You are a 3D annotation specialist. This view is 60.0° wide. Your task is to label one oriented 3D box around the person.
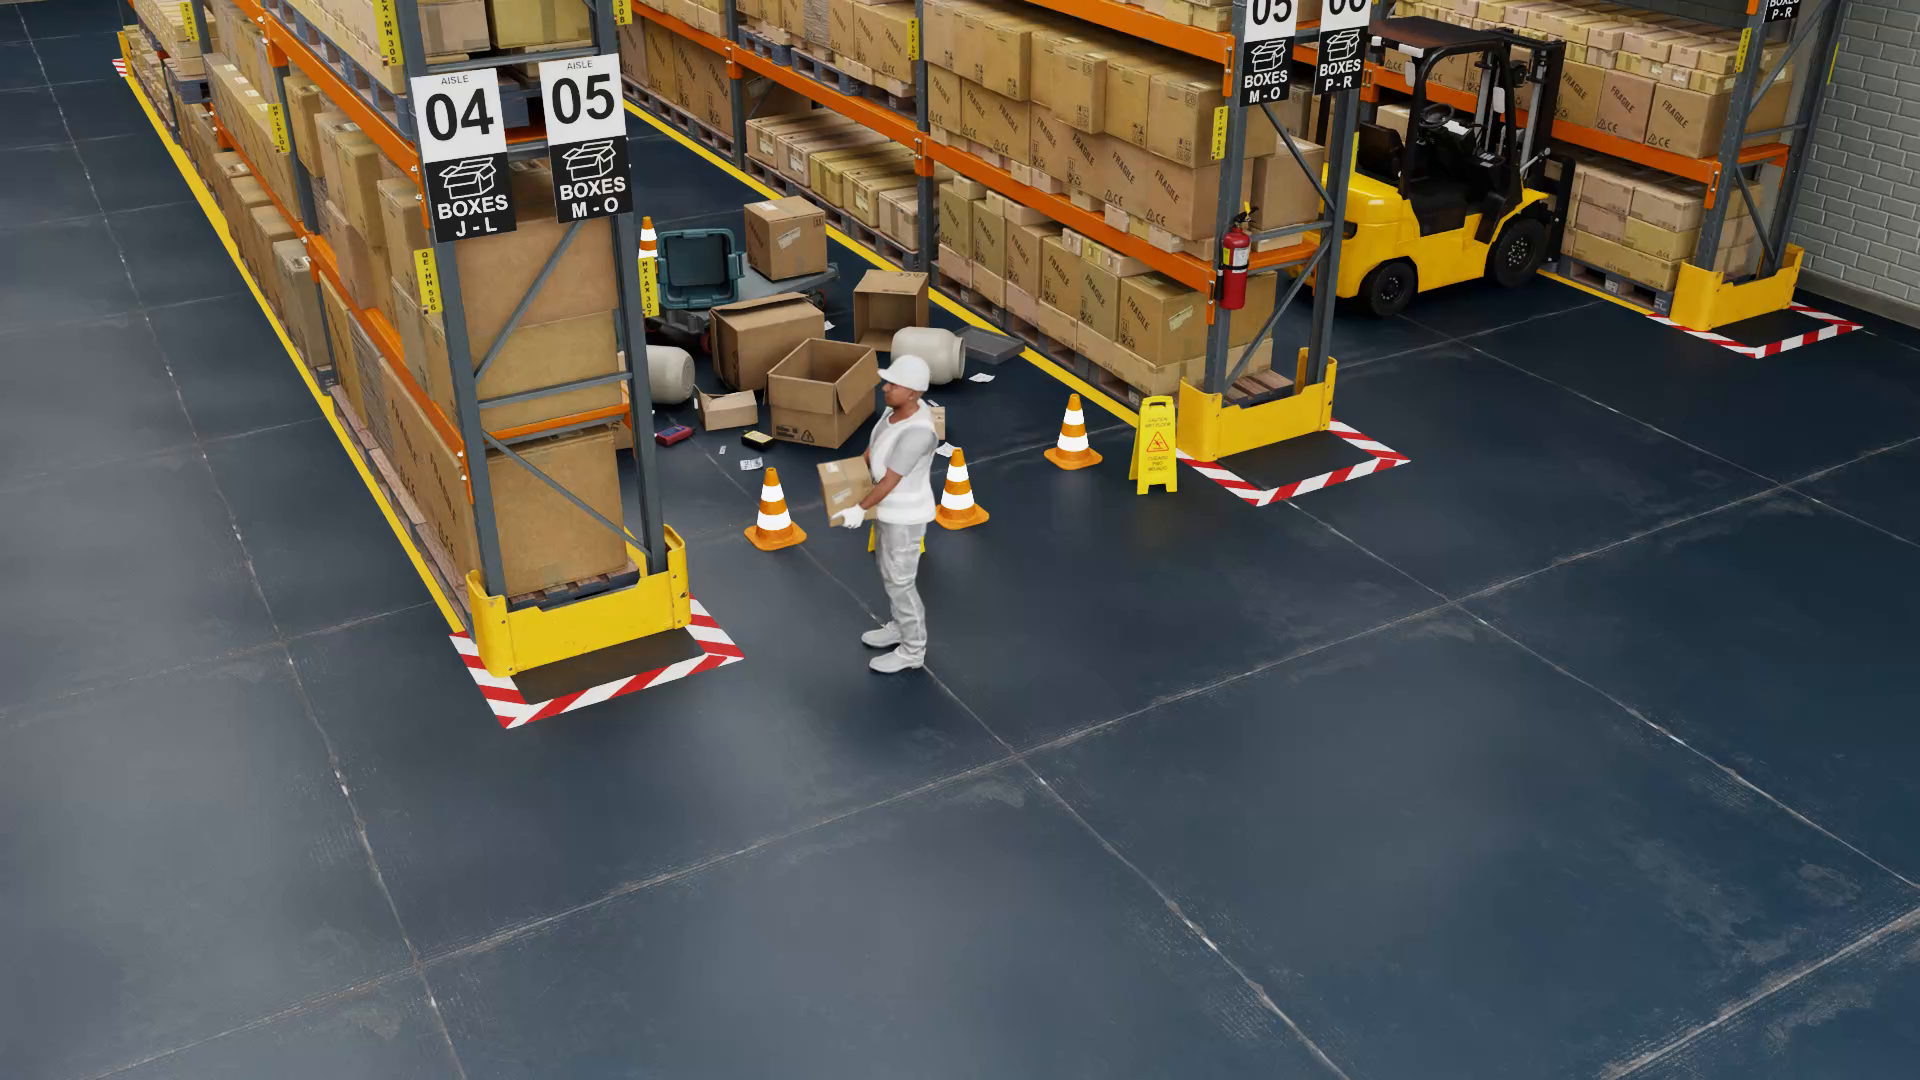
[{"bbox_3d":[-0.414,-0.136,8.795,0.579,1.782,0.494,-6,29,-11],"label":"person"}]
